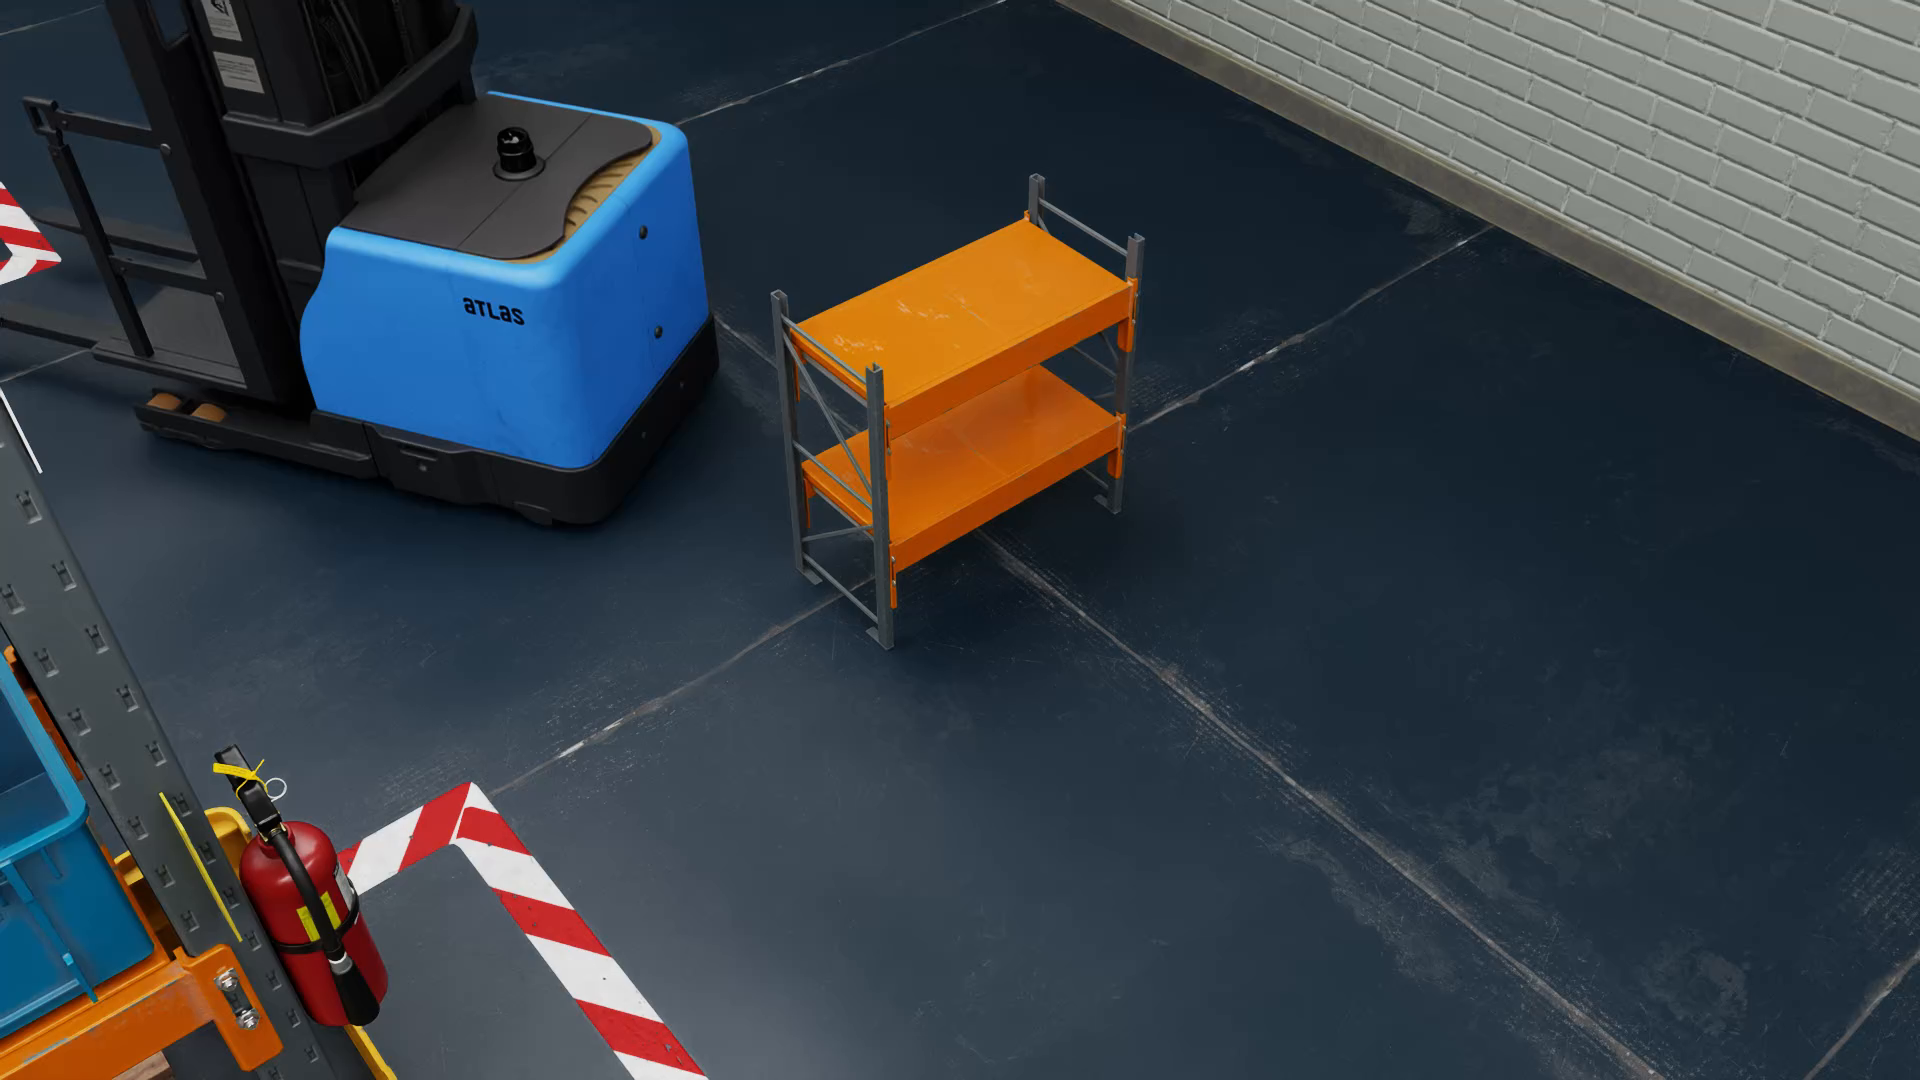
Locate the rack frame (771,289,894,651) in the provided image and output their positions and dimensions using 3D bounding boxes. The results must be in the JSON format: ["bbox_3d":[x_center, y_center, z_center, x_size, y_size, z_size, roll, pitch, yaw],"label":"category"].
[{"bbox_3d":[-0.385,-0.190,5.130,0.032,1.125,0.500,-30,51,-28],"label":"rack frame"}]

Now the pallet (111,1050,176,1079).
[{"bbox_3d":[-2.318,1.699,3.787,1.213,0.211,1.003,-30,51,-28],"label":"pallet"}]

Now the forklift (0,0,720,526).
[{"bbox_3d":[-2.493,-1.728,5.448,3.031,2.935,1.130,13,45,14],"label":"forklift"}]

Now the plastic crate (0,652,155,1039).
[{"bbox_3d":[-1.797,0.551,2.903,0.499,0.435,0.616,-30,51,-28],"label":"plastic crate"}]

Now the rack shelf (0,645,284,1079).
[{"bbox_3d":[-3.194,1.481,2.507,4.000,0.370,1.077,-30,51,-28],"label":"rack shelf"}]

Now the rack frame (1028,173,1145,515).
[{"bbox_3d":[0.395,-0.636,5.606,0.032,1.125,0.500,-30,51,-28],"label":"rack frame"}]

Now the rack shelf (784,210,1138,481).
[{"bbox_3d":[0.005,-0.626,5.168,1.000,0.278,0.538,-30,51,-28],"label":"rack shelf"}]

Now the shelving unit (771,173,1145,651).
[{"bbox_3d":[0.005,-0.413,5.368,1.048,1.125,0.538,-30,51,-28],"label":"shelving unit"}]

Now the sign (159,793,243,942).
[{"bbox_3d":[-1.295,0.563,2.841,0.005,0.325,0.100,-30,51,-28],"label":"sign"}]

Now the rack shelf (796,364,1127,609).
[{"bbox_3d":[0.005,-0.235,5.535,1.000,0.278,0.538,-30,51,-28],"label":"rack shelf"}]

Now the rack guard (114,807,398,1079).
[{"bbox_3d":[-1.650,1.234,4.071,0.348,0.500,1.175,-30,51,-28],"label":"rack guard"}]

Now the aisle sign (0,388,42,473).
[{"bbox_3d":[-1.417,-0.485,2.176,0.004,0.787,0.394,-30,51,-28],"label":"aisle sign"}]

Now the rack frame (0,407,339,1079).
[{"bbox_3d":[-1.660,0.340,3.197,0.127,3.000,1.000,-30,51,-28],"label":"rack frame"}]

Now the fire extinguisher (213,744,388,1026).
[{"bbox_3d":[-1.253,0.677,3.167,0.183,0.674,0.296,-30,51,-28],"label":"fire extinguisher"}]
